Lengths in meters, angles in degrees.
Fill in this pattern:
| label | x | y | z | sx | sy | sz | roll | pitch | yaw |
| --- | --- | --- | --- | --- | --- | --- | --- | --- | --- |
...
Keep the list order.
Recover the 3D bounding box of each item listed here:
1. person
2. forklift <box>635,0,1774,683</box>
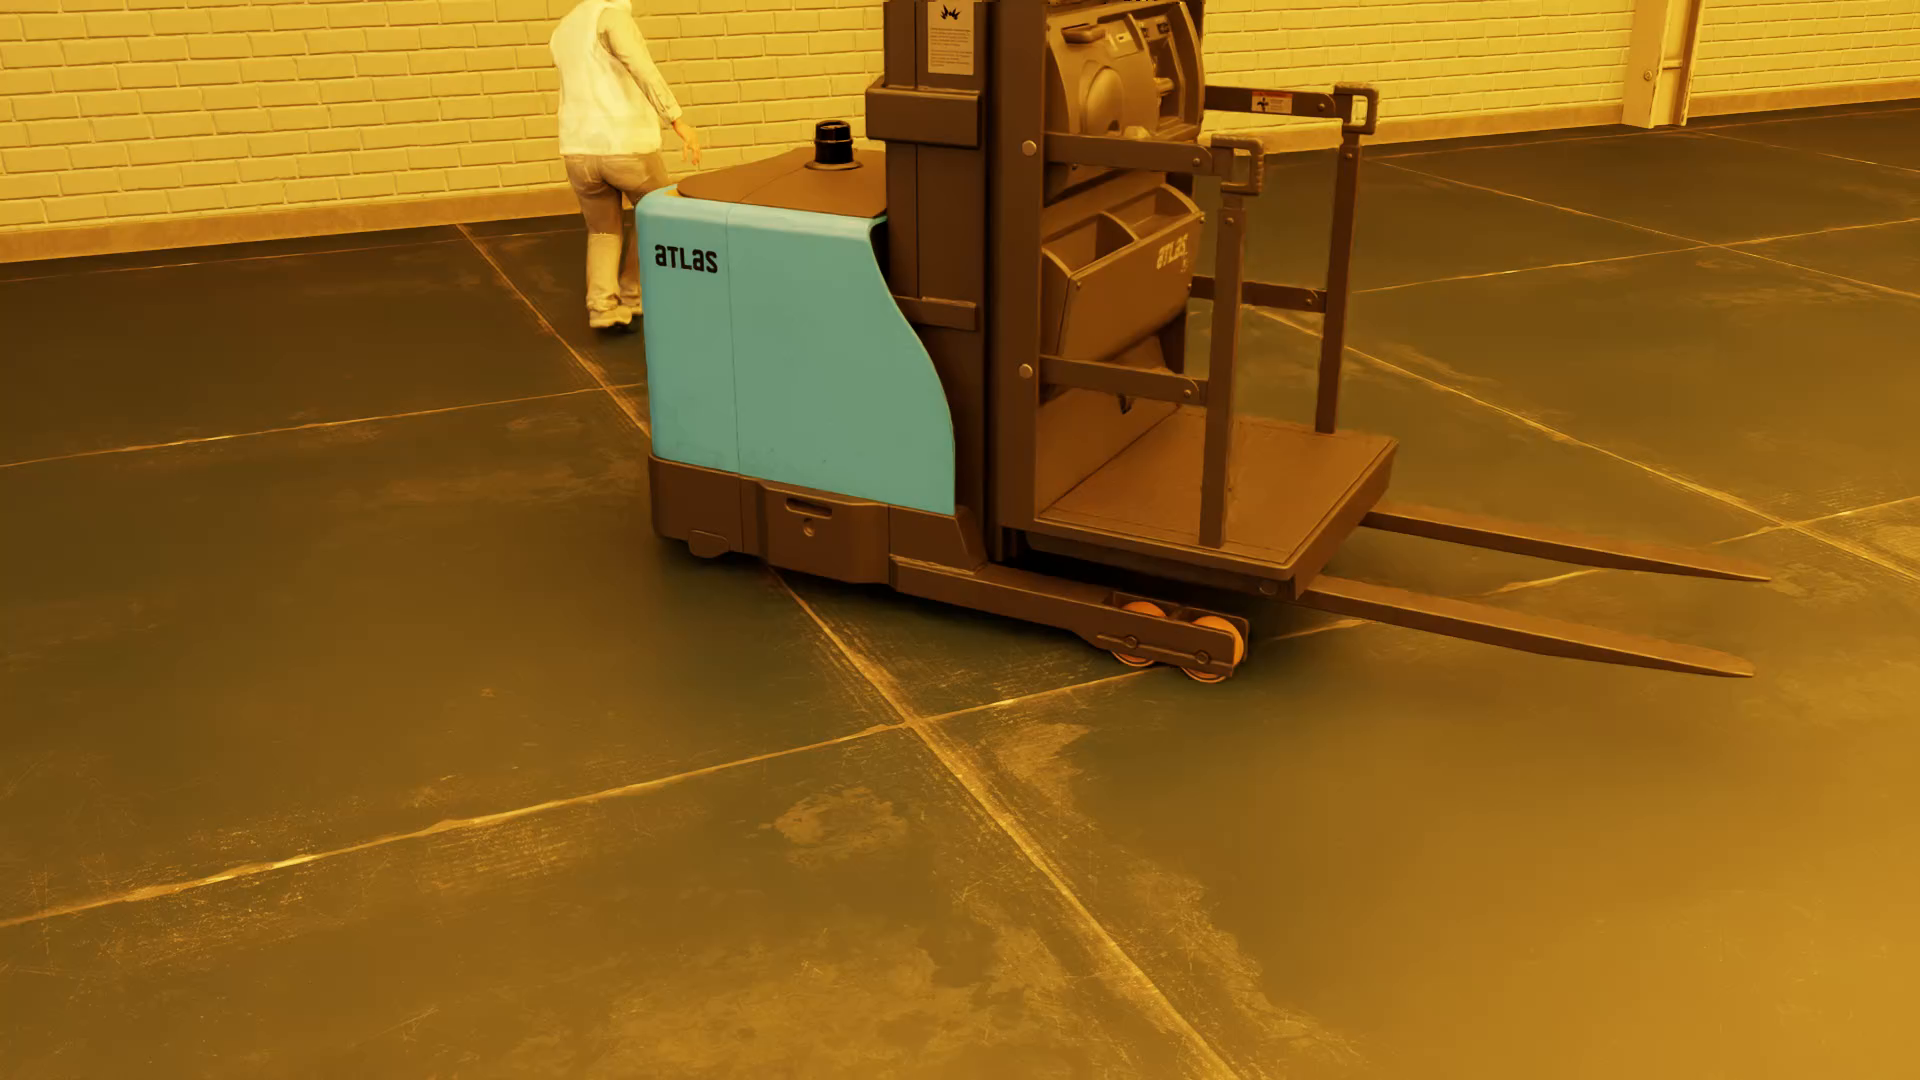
| label | x | y | z | sx | sy | sz | roll | pitch | yaw |
| --- | --- | --- | --- | --- | --- | --- | --- | --- | --- |
| person | -1.364 | -1.721 | 7.142 | 0.818 | 1.648 | 0.807 | 9 | 24 | 21 |
| forklift | 0.622 | -1.222 | 4.228 | 3.031 | 2.935 | 1.130 | 11 | 25 | 25 |
